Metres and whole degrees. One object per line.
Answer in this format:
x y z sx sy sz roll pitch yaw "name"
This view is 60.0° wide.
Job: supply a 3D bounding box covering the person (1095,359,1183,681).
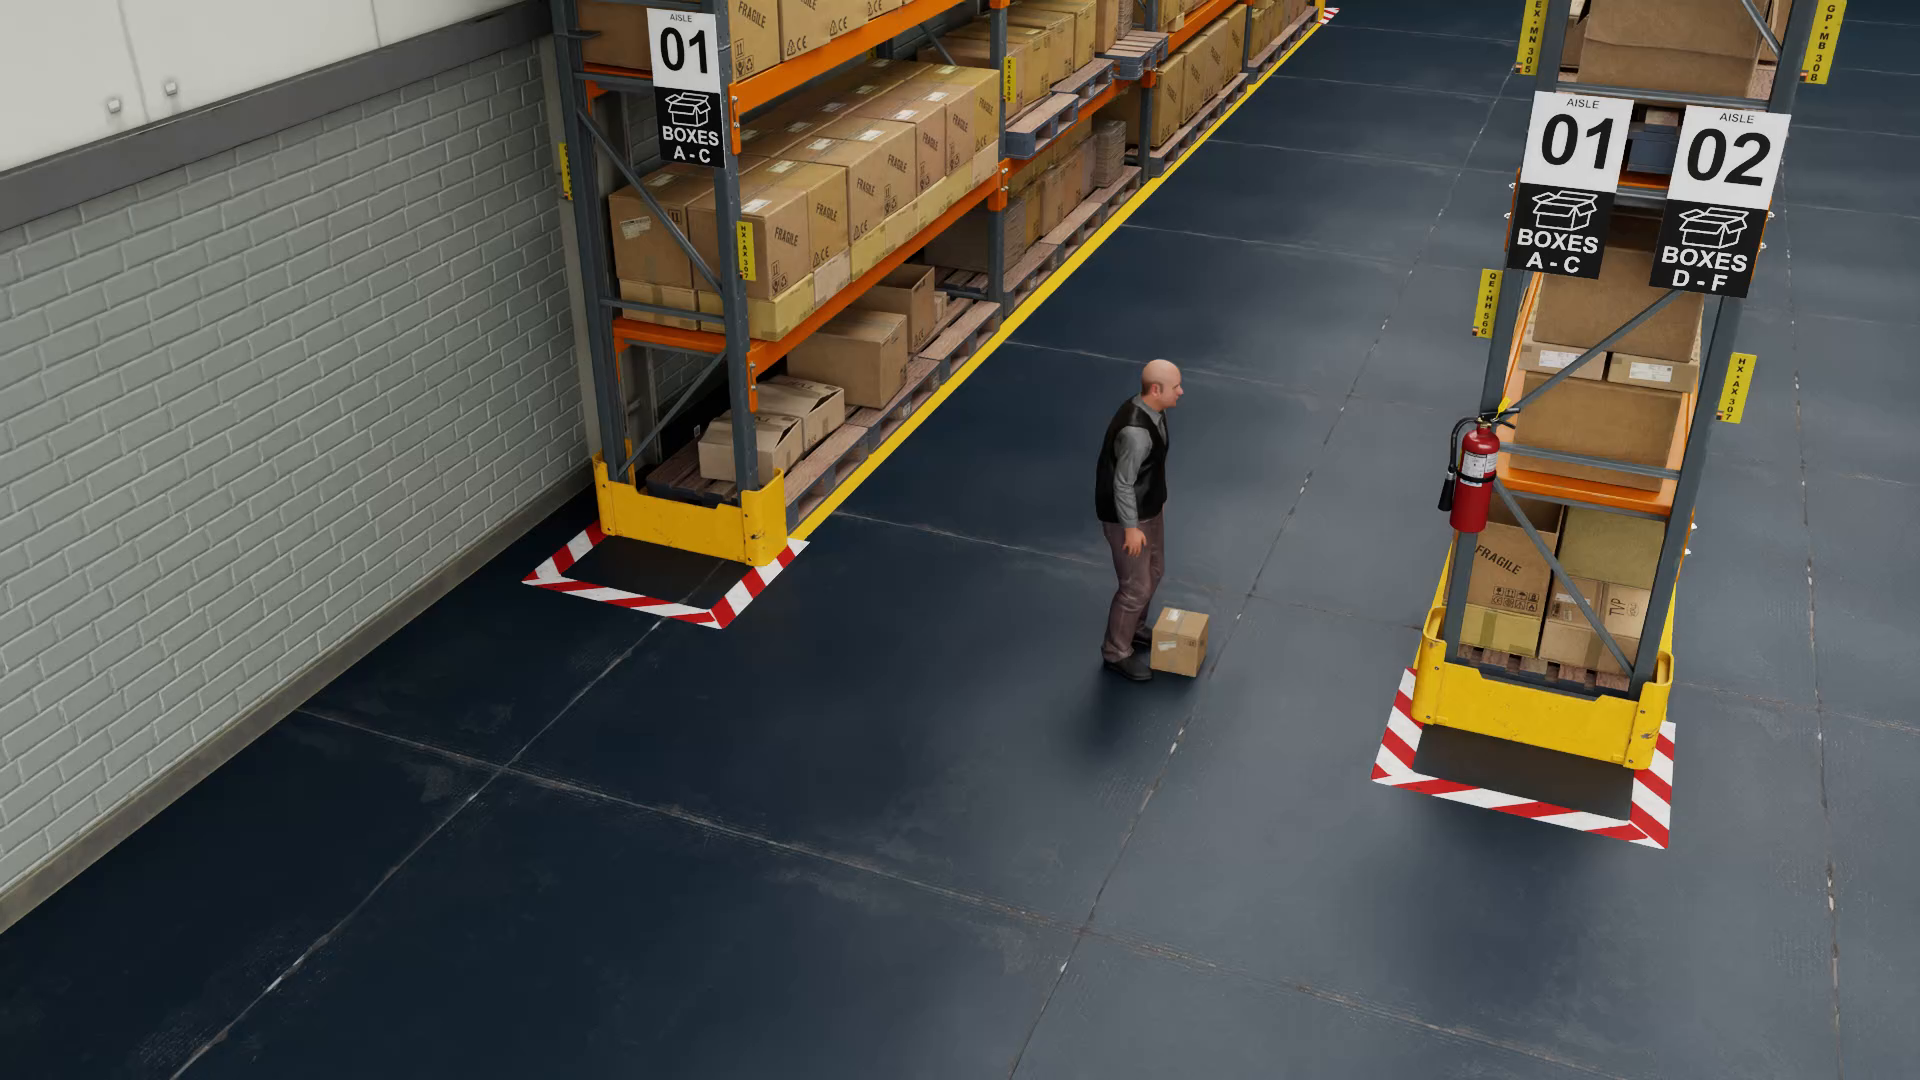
0.918 -0.143 8.678 0.425 1.719 0.581 10 31 17 "person"
